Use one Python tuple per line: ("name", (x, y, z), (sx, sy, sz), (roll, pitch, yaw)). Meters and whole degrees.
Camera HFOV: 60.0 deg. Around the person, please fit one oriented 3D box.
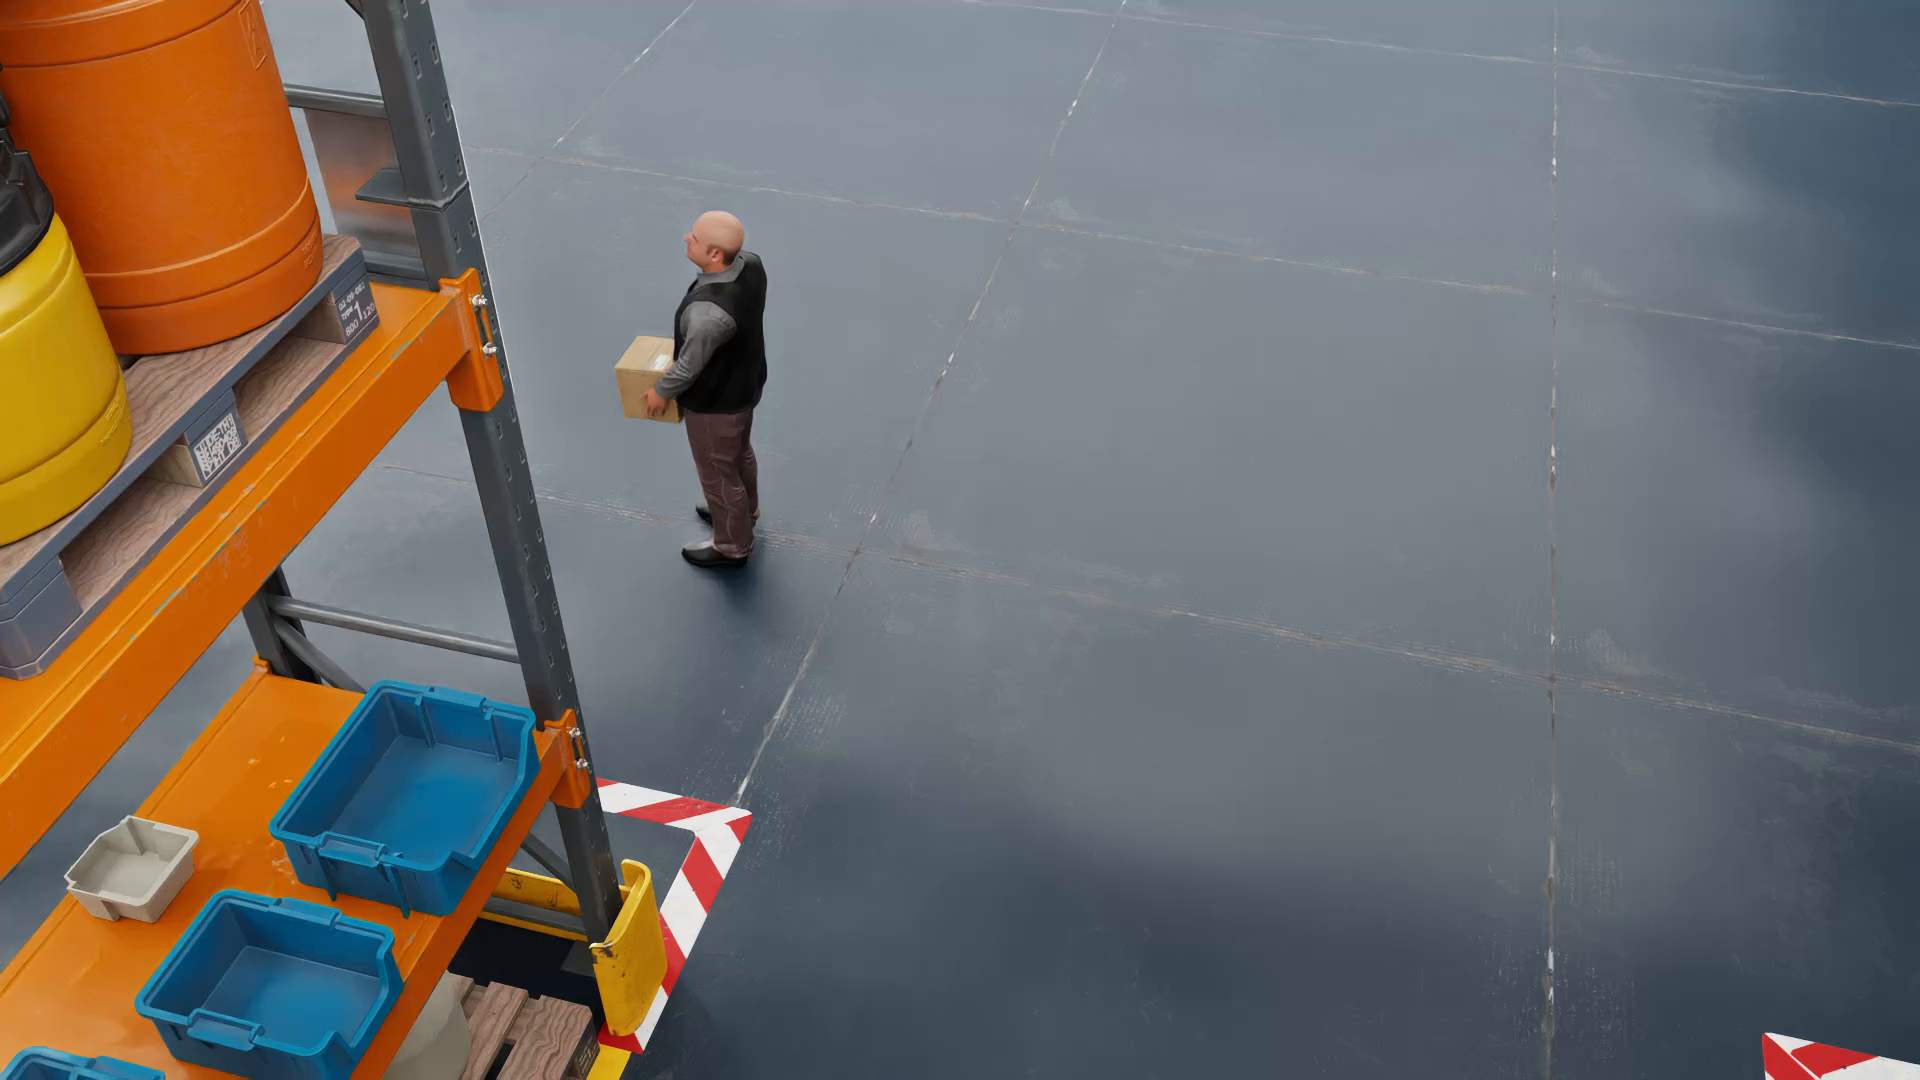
("person", (-1.035, -0.616, 6.887), (0.504, 1.726, 0.544), (9, 42, 10))
